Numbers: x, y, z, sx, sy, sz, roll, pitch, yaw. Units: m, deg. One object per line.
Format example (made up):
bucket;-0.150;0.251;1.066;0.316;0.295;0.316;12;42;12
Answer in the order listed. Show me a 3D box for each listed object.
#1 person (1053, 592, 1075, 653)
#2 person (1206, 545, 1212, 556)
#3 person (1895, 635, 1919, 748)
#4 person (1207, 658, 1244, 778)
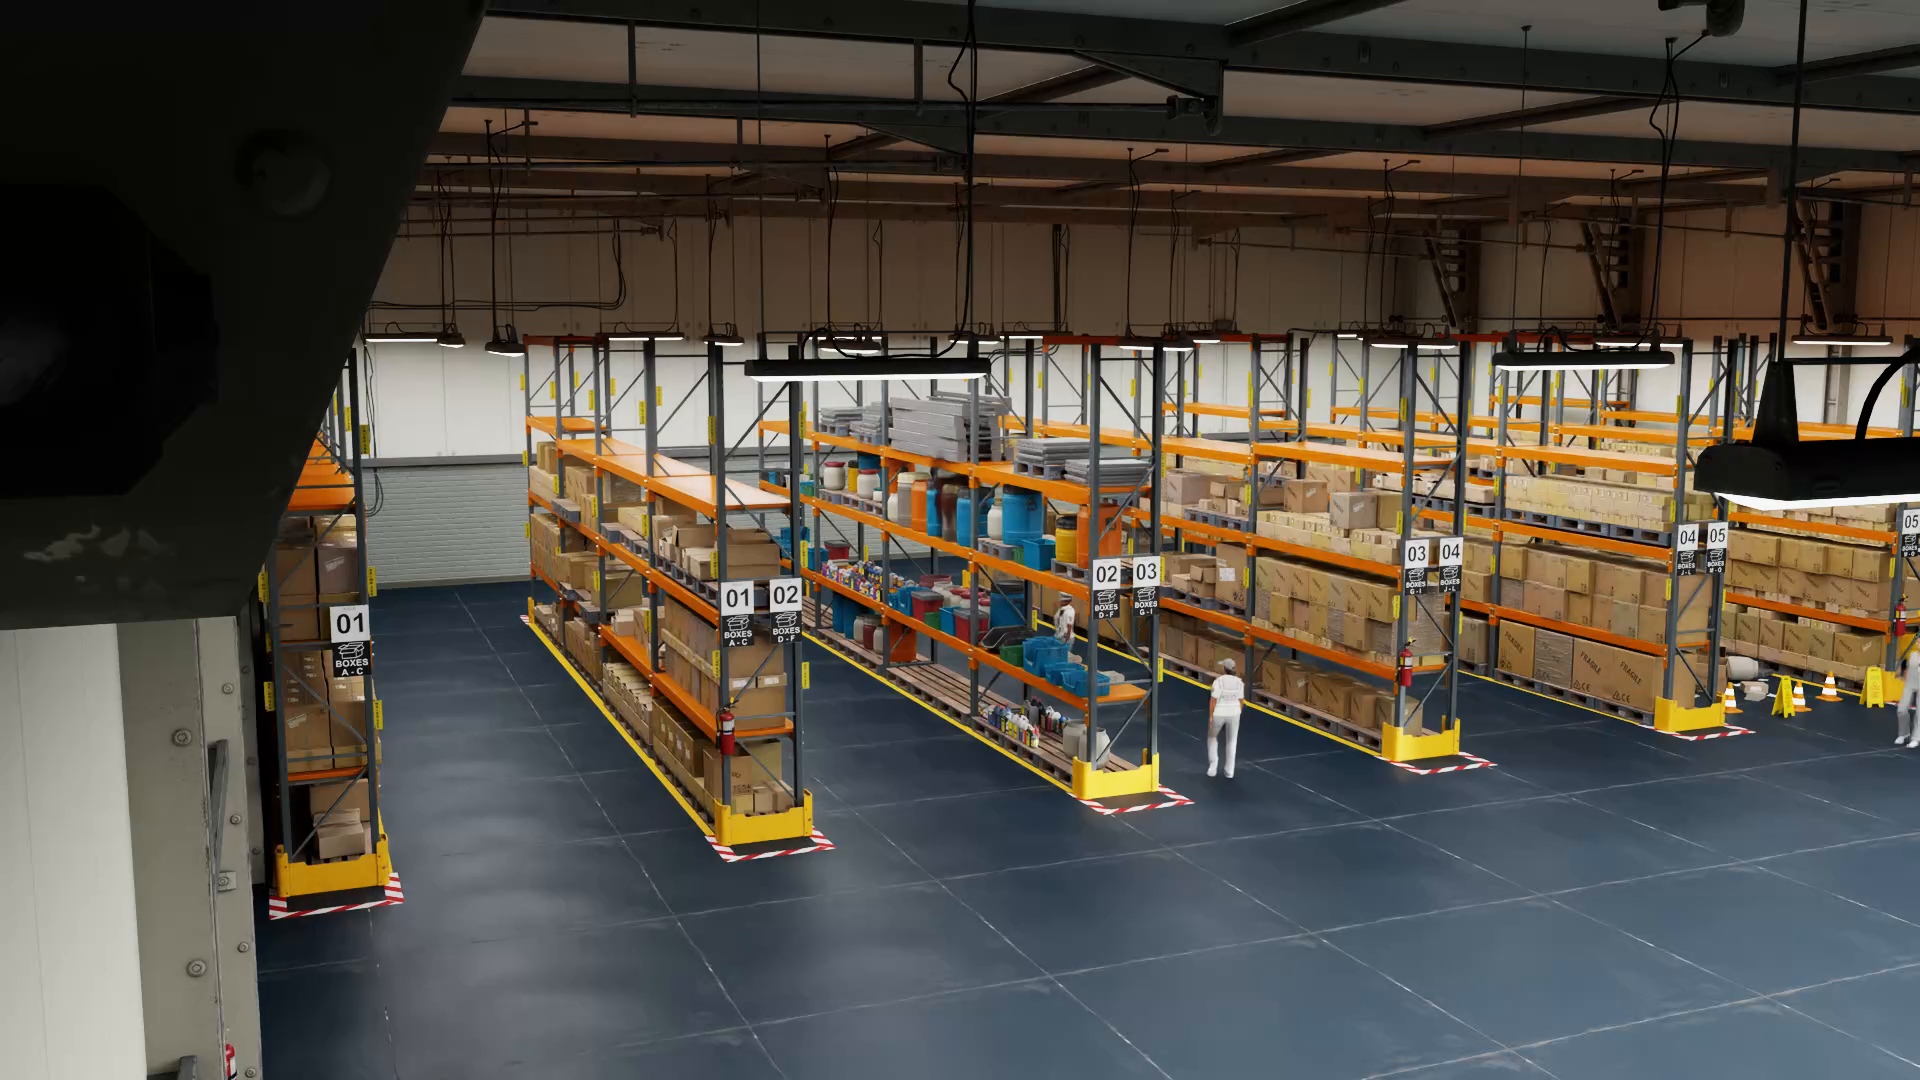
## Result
person;1.743;1.724;28.469;0.401;1.670;0.530;-2;8;-14
person;6.592;-0.258;43.029;0.628;1.786;0.461;-2;8;-18
person;14.217;2.247;24.706;0.480;1.698;0.482;7;10;41
person;3.669;2.449;22.971;0.496;1.656;0.439;1;8;10
